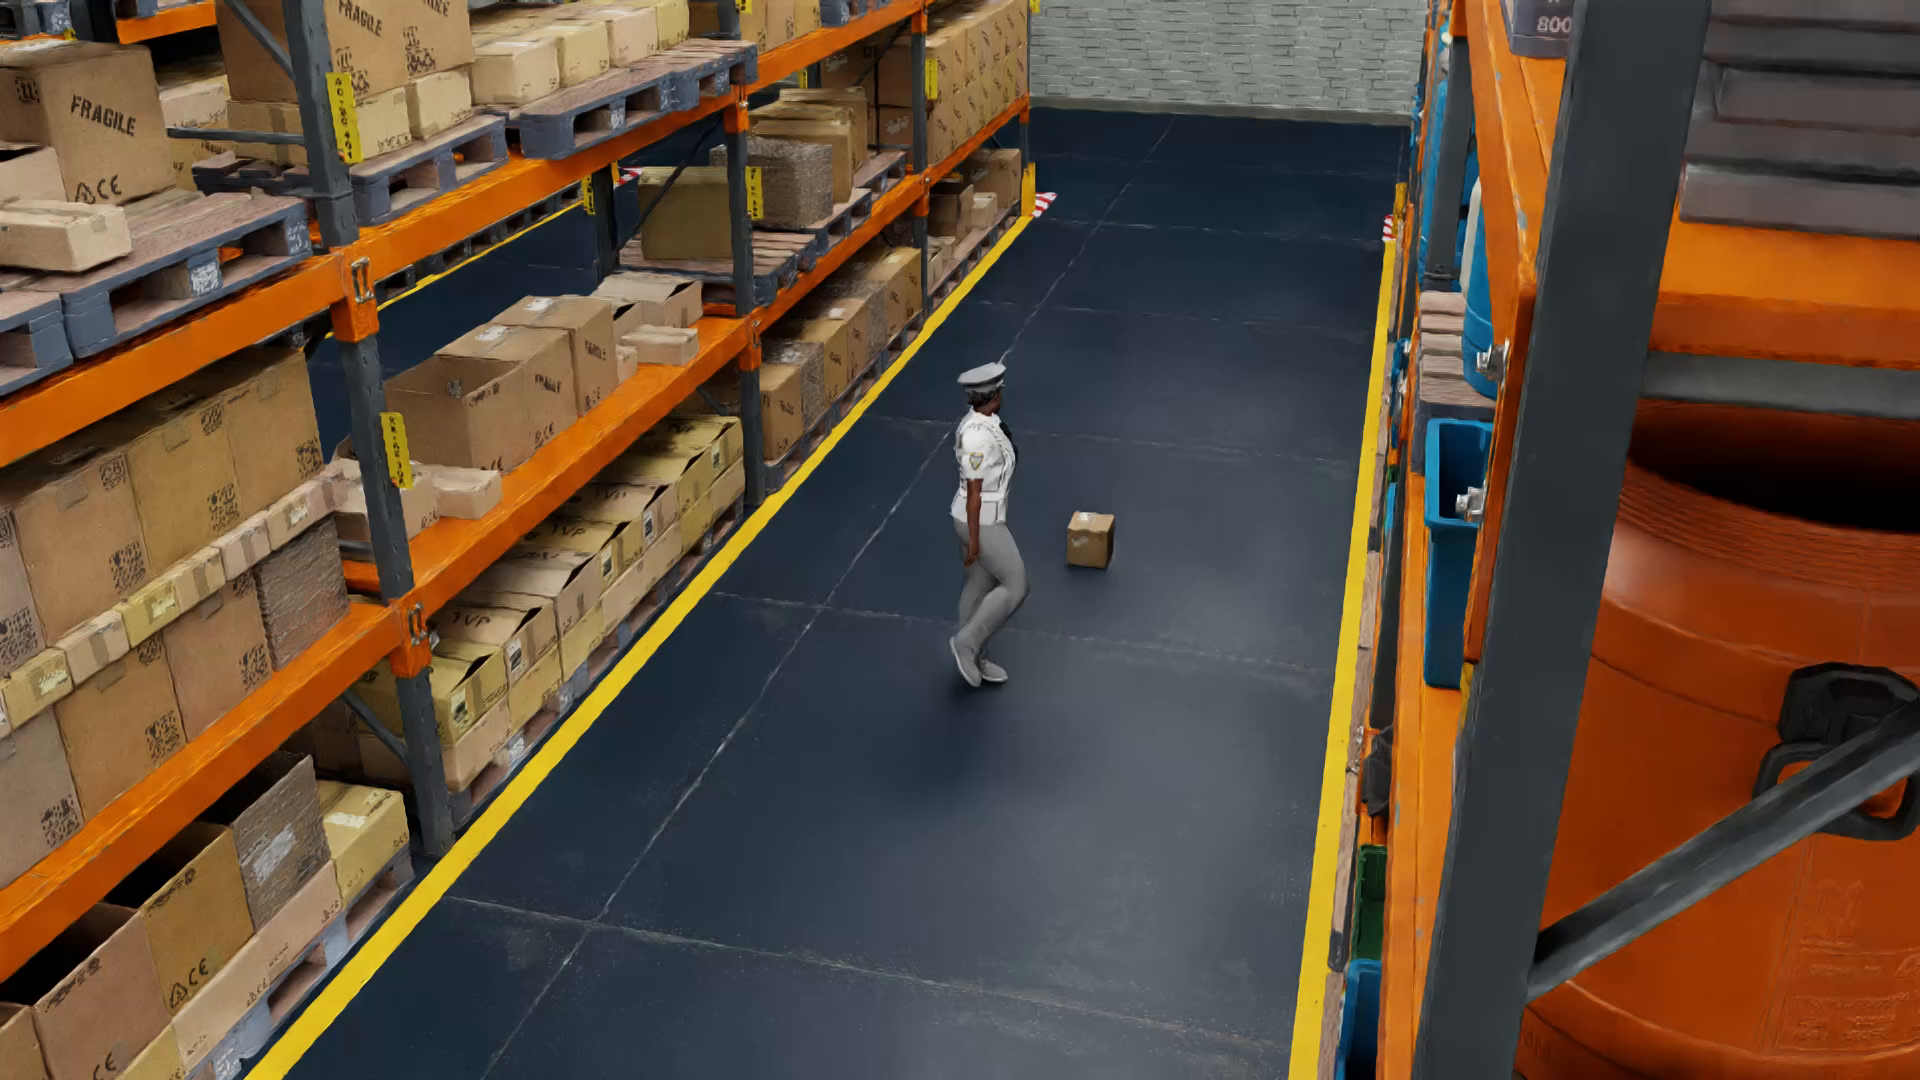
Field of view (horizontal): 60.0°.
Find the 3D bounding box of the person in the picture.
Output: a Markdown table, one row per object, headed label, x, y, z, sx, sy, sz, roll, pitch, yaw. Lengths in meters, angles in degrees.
| label | x | y | z | sx | sy | sz | roll | pitch | yaw |
| --- | --- | --- | --- | --- | --- | --- | --- | --- | --- |
| person | 0.159 | -0.056 | 8.709 | 0.438 | 1.656 | 0.664 | 2 | 26 | 4 |
